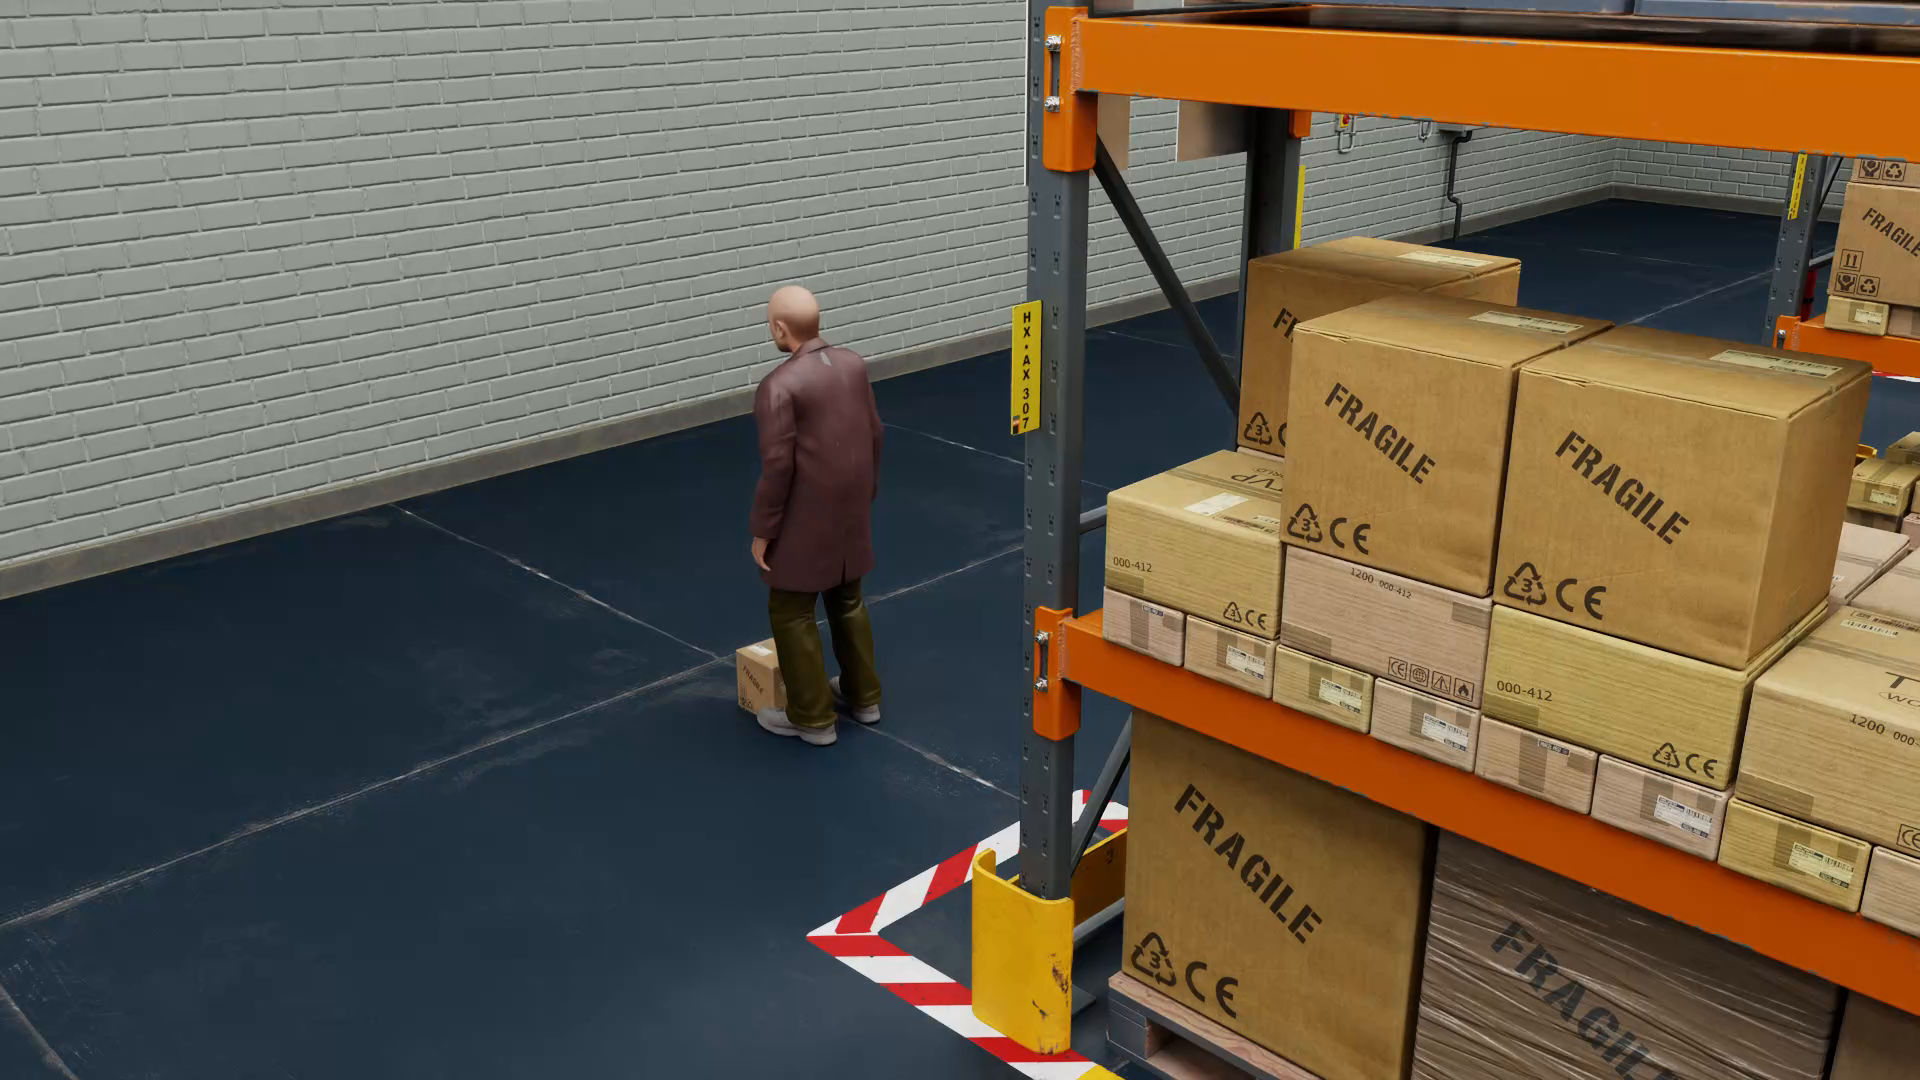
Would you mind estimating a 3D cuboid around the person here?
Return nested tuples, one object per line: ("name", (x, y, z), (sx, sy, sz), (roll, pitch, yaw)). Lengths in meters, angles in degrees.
("person", (-0.556, -0.088, 6.340), (0.429, 1.772, 0.646), (17, 26, 38))
